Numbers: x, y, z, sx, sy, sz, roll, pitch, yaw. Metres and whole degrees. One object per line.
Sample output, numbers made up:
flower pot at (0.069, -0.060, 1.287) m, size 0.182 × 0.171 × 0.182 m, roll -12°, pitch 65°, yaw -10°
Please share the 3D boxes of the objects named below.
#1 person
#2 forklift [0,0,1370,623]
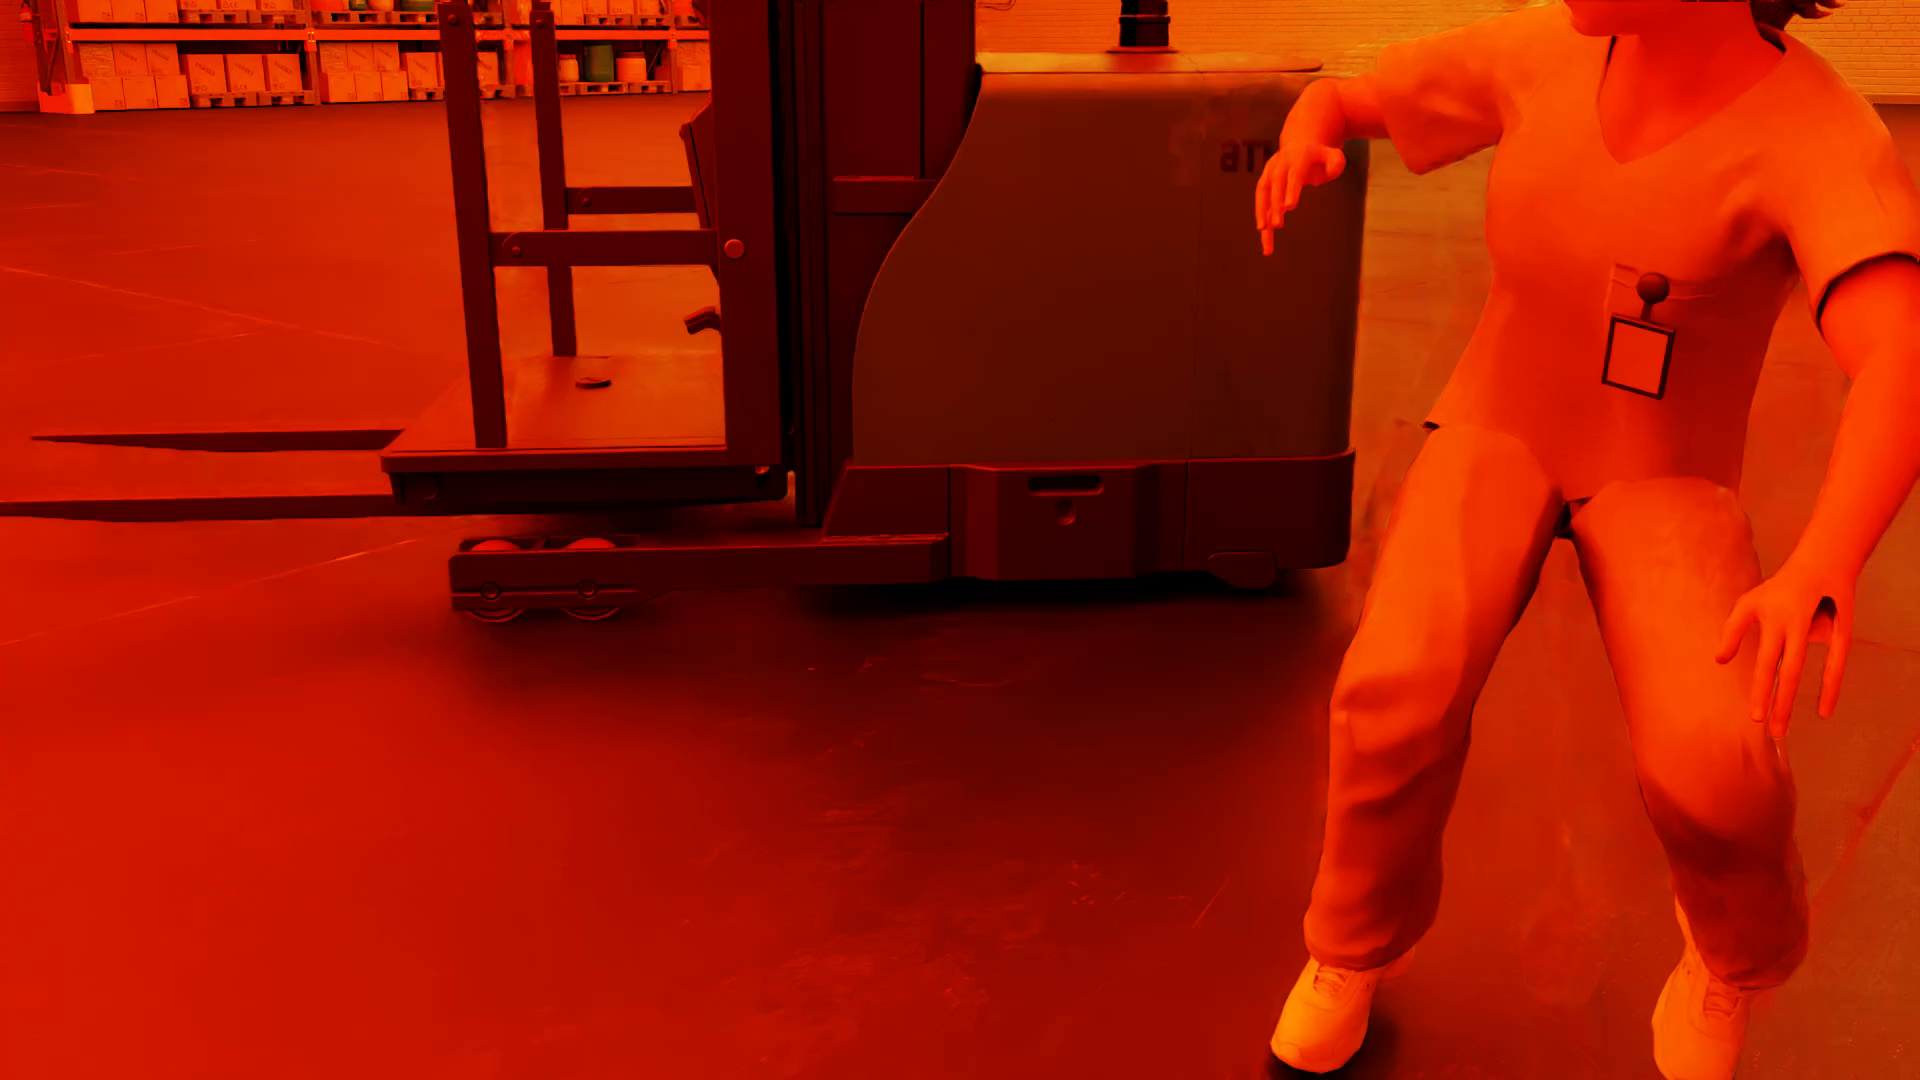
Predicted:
person at (0.590, -0.044, 1.715) m, size 0.697 × 1.397 × 0.838 m, roll 10°, pitch 20°, yaw 31°
forklift at (-0.707, -1.393, 3.484) m, size 3.031 × 2.935 × 1.130 m, roll -1°, pitch 17°, yaw -4°
